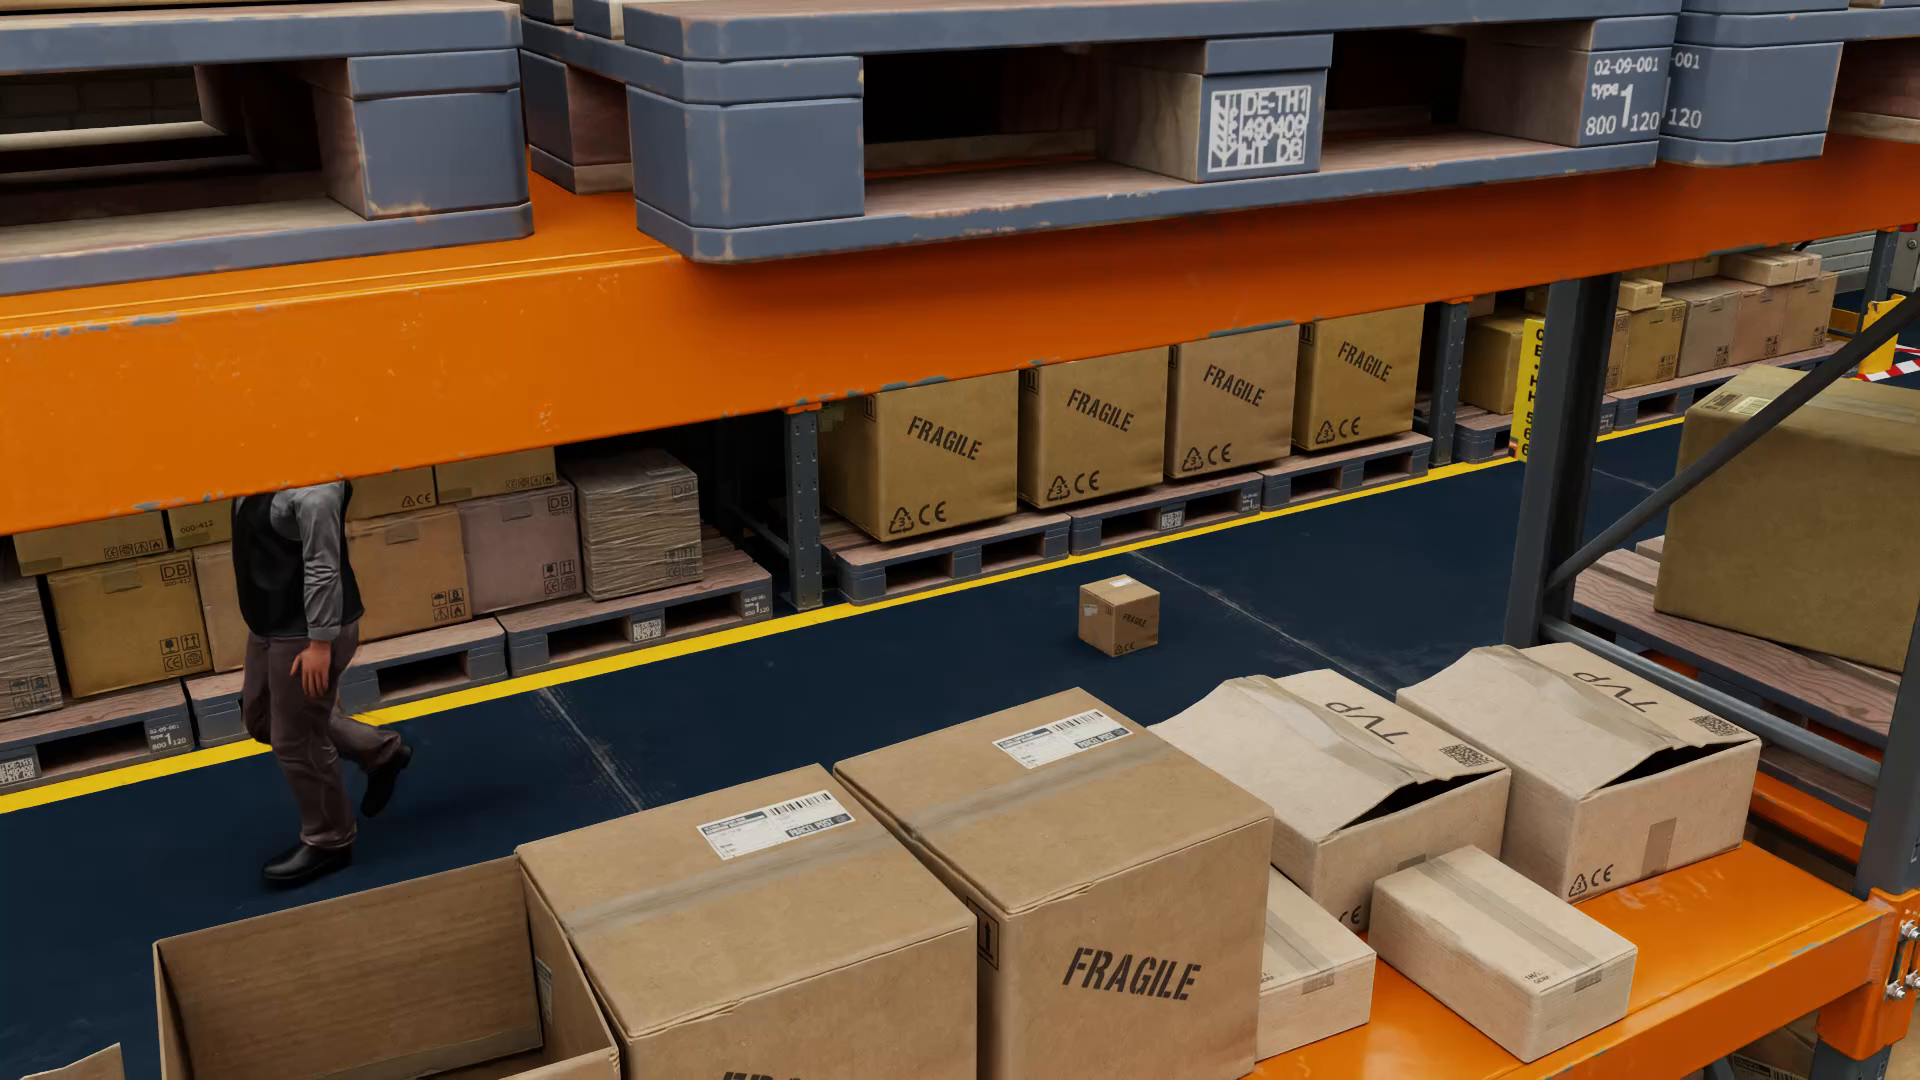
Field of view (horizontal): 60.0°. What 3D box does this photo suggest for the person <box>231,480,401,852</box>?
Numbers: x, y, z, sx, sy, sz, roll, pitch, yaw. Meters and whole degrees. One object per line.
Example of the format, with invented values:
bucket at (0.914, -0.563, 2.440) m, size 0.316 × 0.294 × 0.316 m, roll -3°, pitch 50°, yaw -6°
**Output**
person at (-2.102, 0.331, 5.432) m, size 0.484 × 1.450 × 0.539 m, roll -14°, pitch 25°, yaw -31°
